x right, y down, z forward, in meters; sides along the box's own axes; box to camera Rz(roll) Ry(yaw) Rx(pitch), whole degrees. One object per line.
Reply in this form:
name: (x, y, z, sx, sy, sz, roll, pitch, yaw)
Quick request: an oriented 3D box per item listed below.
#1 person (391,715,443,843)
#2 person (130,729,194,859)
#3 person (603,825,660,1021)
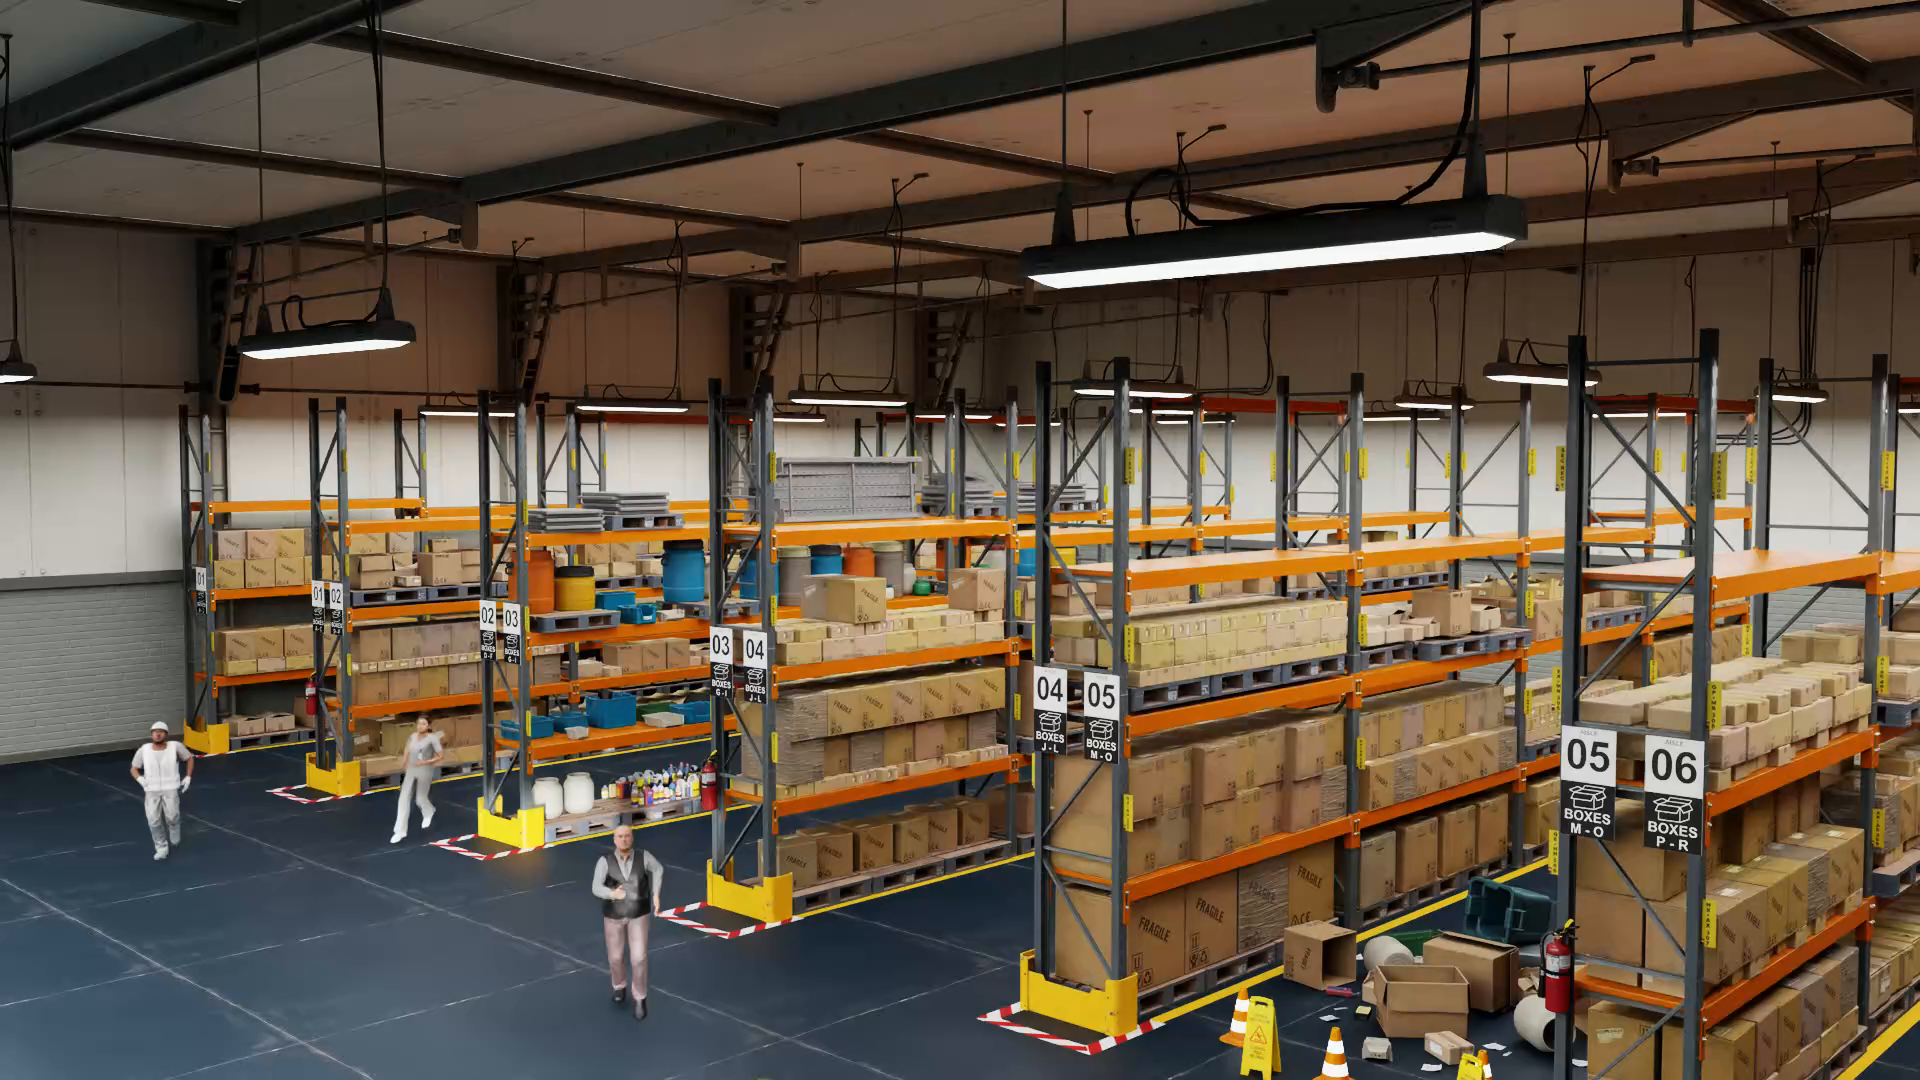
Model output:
person: (-2.909, 2.936, 26.352, 7.489, 1.651, 10.616, 1, 3, 11)
person: (1.154, 2.486, 17.080, 19.321, 3.552, 15.819, -1, 3, -20)
person: (-3.018, 3.506, 15.298, 0.515, 1.780, 0.759, 0, 3, -8)
